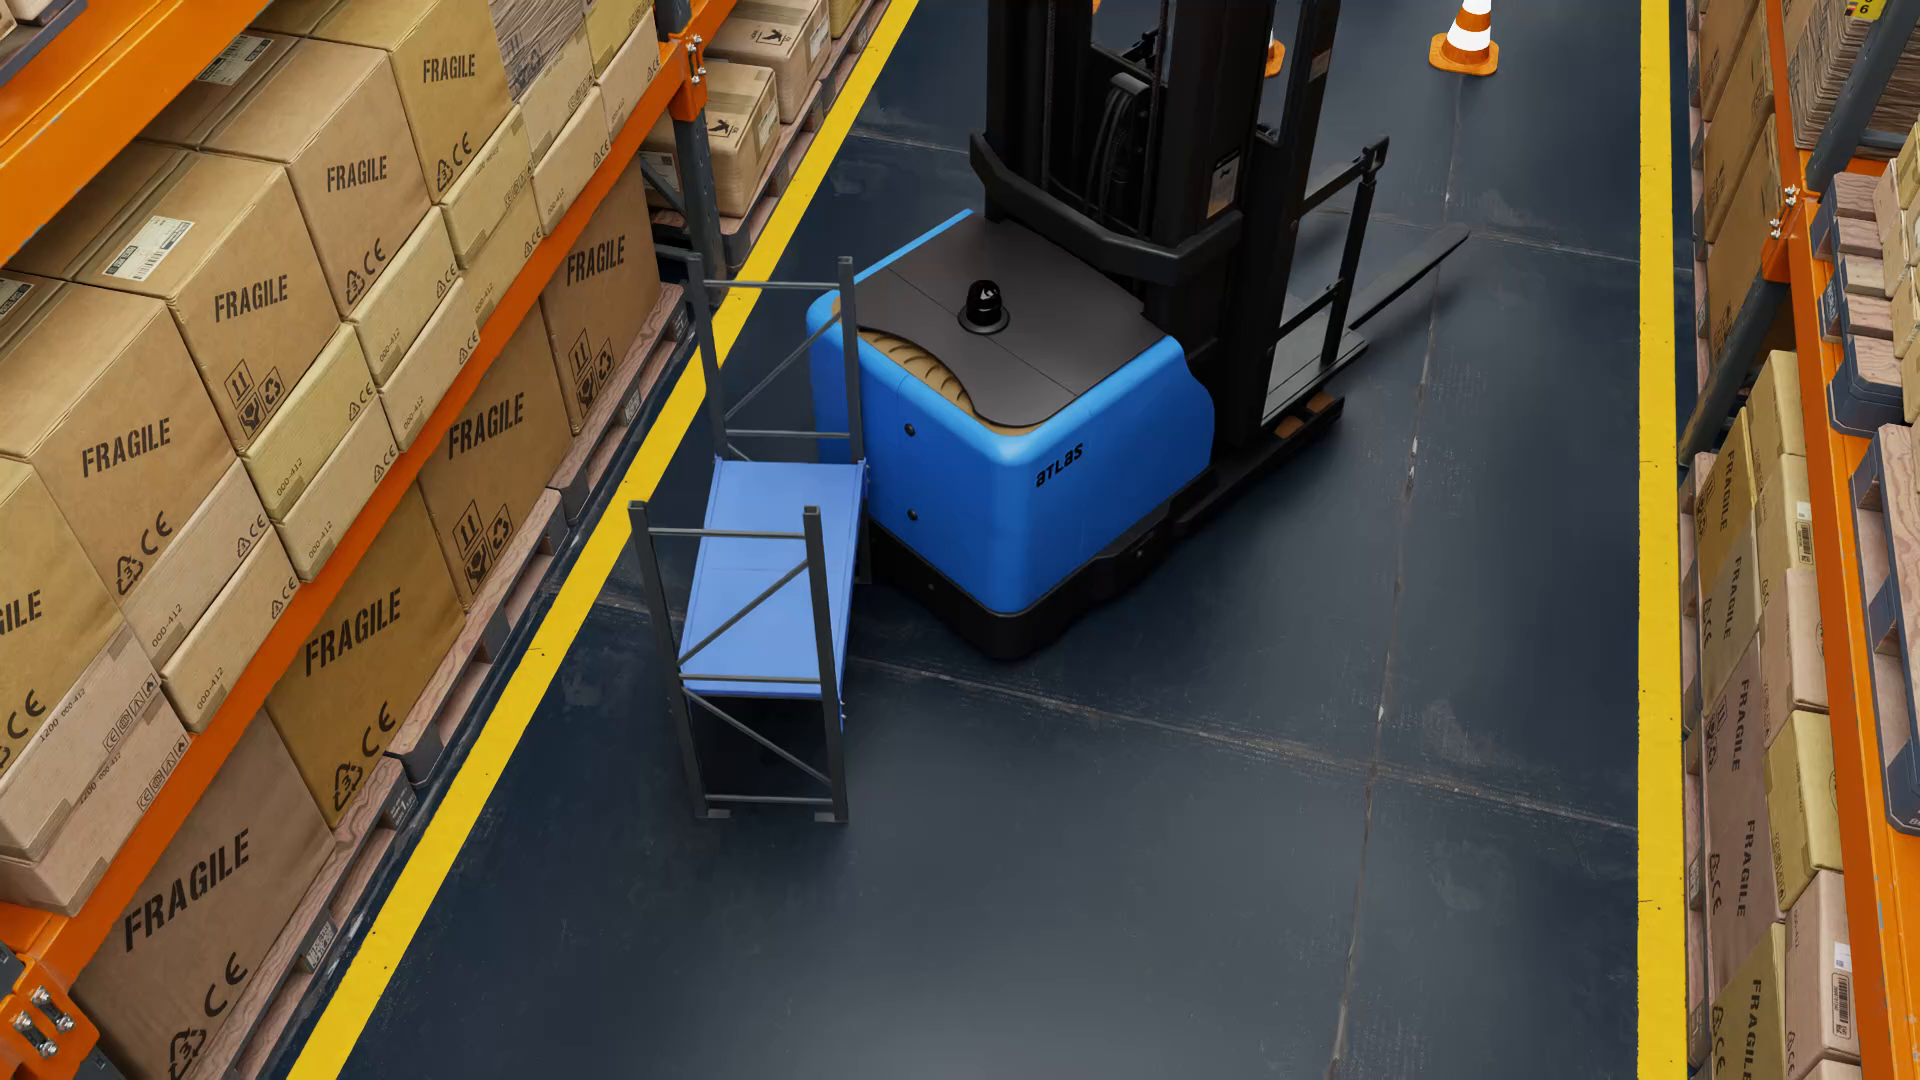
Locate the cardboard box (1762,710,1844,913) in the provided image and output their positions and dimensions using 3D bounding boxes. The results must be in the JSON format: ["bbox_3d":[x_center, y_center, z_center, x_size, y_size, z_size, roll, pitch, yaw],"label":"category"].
[{"bbox_3d":[2.478,0.767,4.459,0.500,0.250,0.500,10,49,8],"label":"cardboard box"}]

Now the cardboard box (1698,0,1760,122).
[{"bbox_3d":[4.023,-2.347,7.541,1.050,0.750,0.750,12,50,10],"label":"cardboard box"}]

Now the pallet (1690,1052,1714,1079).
[{"bbox_3d":[2.455,2.029,4.318,1.003,0.211,1.213,12,50,10],"label":"pallet"}]

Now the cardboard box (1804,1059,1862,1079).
[{"bbox_3d":[2.204,1.521,3.794,0.500,0.250,0.500,10,49,9],"label":"cardboard box"}]

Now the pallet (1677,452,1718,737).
[{"bbox_3d":[3.098,0.264,5.876,1.003,0.211,1.213,12,50,10],"label":"pallet"}]

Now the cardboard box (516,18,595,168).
[{"bbox_3d":[-1.511,-1.471,5.314,0.500,0.250,0.500,10,49,9],"label":"cardboard box"}]

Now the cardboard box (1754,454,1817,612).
[{"bbox_3d":[2.756,0.035,5.106,0.500,0.250,0.500,11,49,10],"label":"cardboard box"}]

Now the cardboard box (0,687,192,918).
[{"bbox_3d":[-2.180,0.550,3.864,0.500,0.250,0.500,11,49,9],"label":"cardboard box"}]

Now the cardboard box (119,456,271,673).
[{"bbox_3d":[-2.052,0.005,4.011,0.500,0.250,0.500,12,50,11],"label":"cardboard box"}]

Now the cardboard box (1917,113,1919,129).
[{"bbox_3d":[2.995,-1.177,4.779,0.380,0.149,0.250,12,50,10],"label":"cardboard box"}]

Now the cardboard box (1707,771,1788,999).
[{"bbox_3d":[2.478,1.032,4.726,0.500,0.500,0.500,11,49,9],"label":"cardboard box"}]

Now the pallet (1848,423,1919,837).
[{"bbox_3d":[2.823,0.280,4.130,1.003,0.211,1.213,12,50,10],"label":"pallet"}]

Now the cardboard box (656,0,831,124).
[{"bbox_3d":[-1.153,-2.338,7.786,0.950,0.372,0.625,11,49,9],"label":"cardboard box"}]

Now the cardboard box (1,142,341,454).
[{"bbox_3d":[-1.915,-0.595,4.041,0.500,0.500,0.500,10,49,9],"label":"cardboard box"}]

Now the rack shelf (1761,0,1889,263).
[{"bbox_3d":[3.831,-2.432,6.875,1.077,0.370,4.000,12,50,10],"label":"rack shelf"}]

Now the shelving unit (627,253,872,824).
[{"bbox_3d":[-0.594,0.030,5.223,0.538,1.500,1.048,2,49,2],"label":"shelving unit"}]

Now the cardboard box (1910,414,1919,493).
[{"bbox_3d":[2.714,-0.217,4.329,0.380,0.149,0.250,13,50,11],"label":"cardboard box"}]

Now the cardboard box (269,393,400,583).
[{"bbox_3d":[-1.895,-0.192,4.519,0.500,0.250,0.500,11,50,10],"label":"cardboard box"}]

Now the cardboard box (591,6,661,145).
[{"bbox_3d":[-1.380,-1.660,5.815,0.500,0.250,0.500,10,49,9],"label":"cardboard box"}]

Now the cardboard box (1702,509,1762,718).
[{"bbox_3d":[2.743,0.291,5.380,0.500,0.500,0.500,12,50,10],"label":"cardboard box"}]

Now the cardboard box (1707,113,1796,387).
[{"bbox_3d":[3.552,-1.040,6.388,1.050,0.750,0.750,11,49,10],"label":"cardboard box"}]

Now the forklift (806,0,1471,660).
[{"bbox_3d":[0.877,-1.545,5.659,3.031,2.935,1.130,-36,58,-28],"label":"forklift"}]

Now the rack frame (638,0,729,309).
[{"bbox_3d":[-1.497,-2.127,6.127,1.000,3.000,0.127,12,50,10],"label":"rack frame"}]

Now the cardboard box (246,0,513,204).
[{"bbox_3d":[-1.645,-1.335,4.694,0.500,0.500,0.500,12,50,10],"label":"cardboard box"}]

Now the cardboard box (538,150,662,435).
[{"bbox_3d":[-1.759,-1.080,6.339,0.875,0.875,0.875,11,50,10],"label":"cardboard box"}]

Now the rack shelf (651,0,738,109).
[{"bbox_3d":[-0.971,-3.336,7.673,1.077,0.370,4.000,12,50,10],"label":"rack shelf"}]

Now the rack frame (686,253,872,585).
[{"bbox_3d":[-0.573,-0.351,5.559,0.500,1.500,0.032,2,49,2],"label":"rack frame"}]

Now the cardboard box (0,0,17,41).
[{"bbox_3d":[-2.039,-0.979,2.766,0.500,0.500,0.500,11,49,9],"label":"cardboard box"}]

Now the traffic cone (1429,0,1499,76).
[{"bbox_3d":[2.548,-2.605,8.241,0.336,0.463,0.334,12,50,10],"label":"traffic cone"}]

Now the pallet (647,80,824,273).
[{"bbox_3d":[-1.290,-1.769,7.671,1.003,0.211,1.213,12,50,10],"label":"pallet"}]

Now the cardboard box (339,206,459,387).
[{"bbox_3d":[-1.763,-0.721,4.652,0.500,0.250,0.500,10,49,9],"label":"cardboard box"}]

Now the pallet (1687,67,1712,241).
[{"bbox_3d":[3.908,-1.736,7.641,1.003,0.211,1.213,12,50,10],"label":"pallet"}]

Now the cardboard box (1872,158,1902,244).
[{"bbox_3d":[2.992,-0.995,5.015,0.380,0.149,0.250,11,49,10],"label":"cardboard box"}]

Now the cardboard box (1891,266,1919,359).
[{"bbox_3d":[2.851,-0.606,4.672,0.380,0.149,0.250,14,50,12],"label":"cardboard box"}]

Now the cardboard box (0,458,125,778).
[{"bbox_3d":[-2.157,0.141,3.391,0.500,0.500,0.500,12,50,10],"label":"cardboard box"}]

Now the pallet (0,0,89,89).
[{"bbox_3d":[-2.357,-0.836,3.114,0.805,0.209,1.217,10,49,9],"label":"pallet"}]

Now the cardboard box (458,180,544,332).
[{"bbox_3d":[-1.647,-0.927,5.167,0.500,0.250,0.500,11,50,10],"label":"cardboard box"}]

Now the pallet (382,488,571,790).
[{"bbox_3d":[-2.101,0.231,5.906,1.003,0.211,1.213,12,50,10],"label":"pallet"}]

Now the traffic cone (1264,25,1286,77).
[{"bbox_3d":[1.468,-2.601,8.237,0.336,0.463,0.334,12,50,10],"label":"traffic cone"}]

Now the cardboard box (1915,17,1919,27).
[{"bbox_3d":[3.432,-1.910,5.201,0.700,0.500,0.500,11,50,10],"label":"cardboard box"}]

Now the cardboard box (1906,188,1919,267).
[{"bbox_3d":[2.914,-0.871,4.707,0.380,0.149,0.250,14,50,12],"label":"cardboard box"}]

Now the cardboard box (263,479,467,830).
[{"bbox_3d":[-2.234,0.211,5.200,0.875,0.875,0.875,13,50,11],"label":"cardboard box"}]

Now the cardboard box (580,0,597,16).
[{"bbox_3d":[-1.381,-2.065,5.339,0.500,0.500,0.500,10,49,9],"label":"cardboard box"}]

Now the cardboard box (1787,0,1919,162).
[{"bbox_3d":[3.164,-1.635,5.626,0.500,0.500,0.500,12,50,10],"label":"cardboard box"}]

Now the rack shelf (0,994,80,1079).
[{"bbox_3d":[-3.077,2.451,2.566,1.077,0.370,4.000,12,50,10],"label":"rack shelf"}]
